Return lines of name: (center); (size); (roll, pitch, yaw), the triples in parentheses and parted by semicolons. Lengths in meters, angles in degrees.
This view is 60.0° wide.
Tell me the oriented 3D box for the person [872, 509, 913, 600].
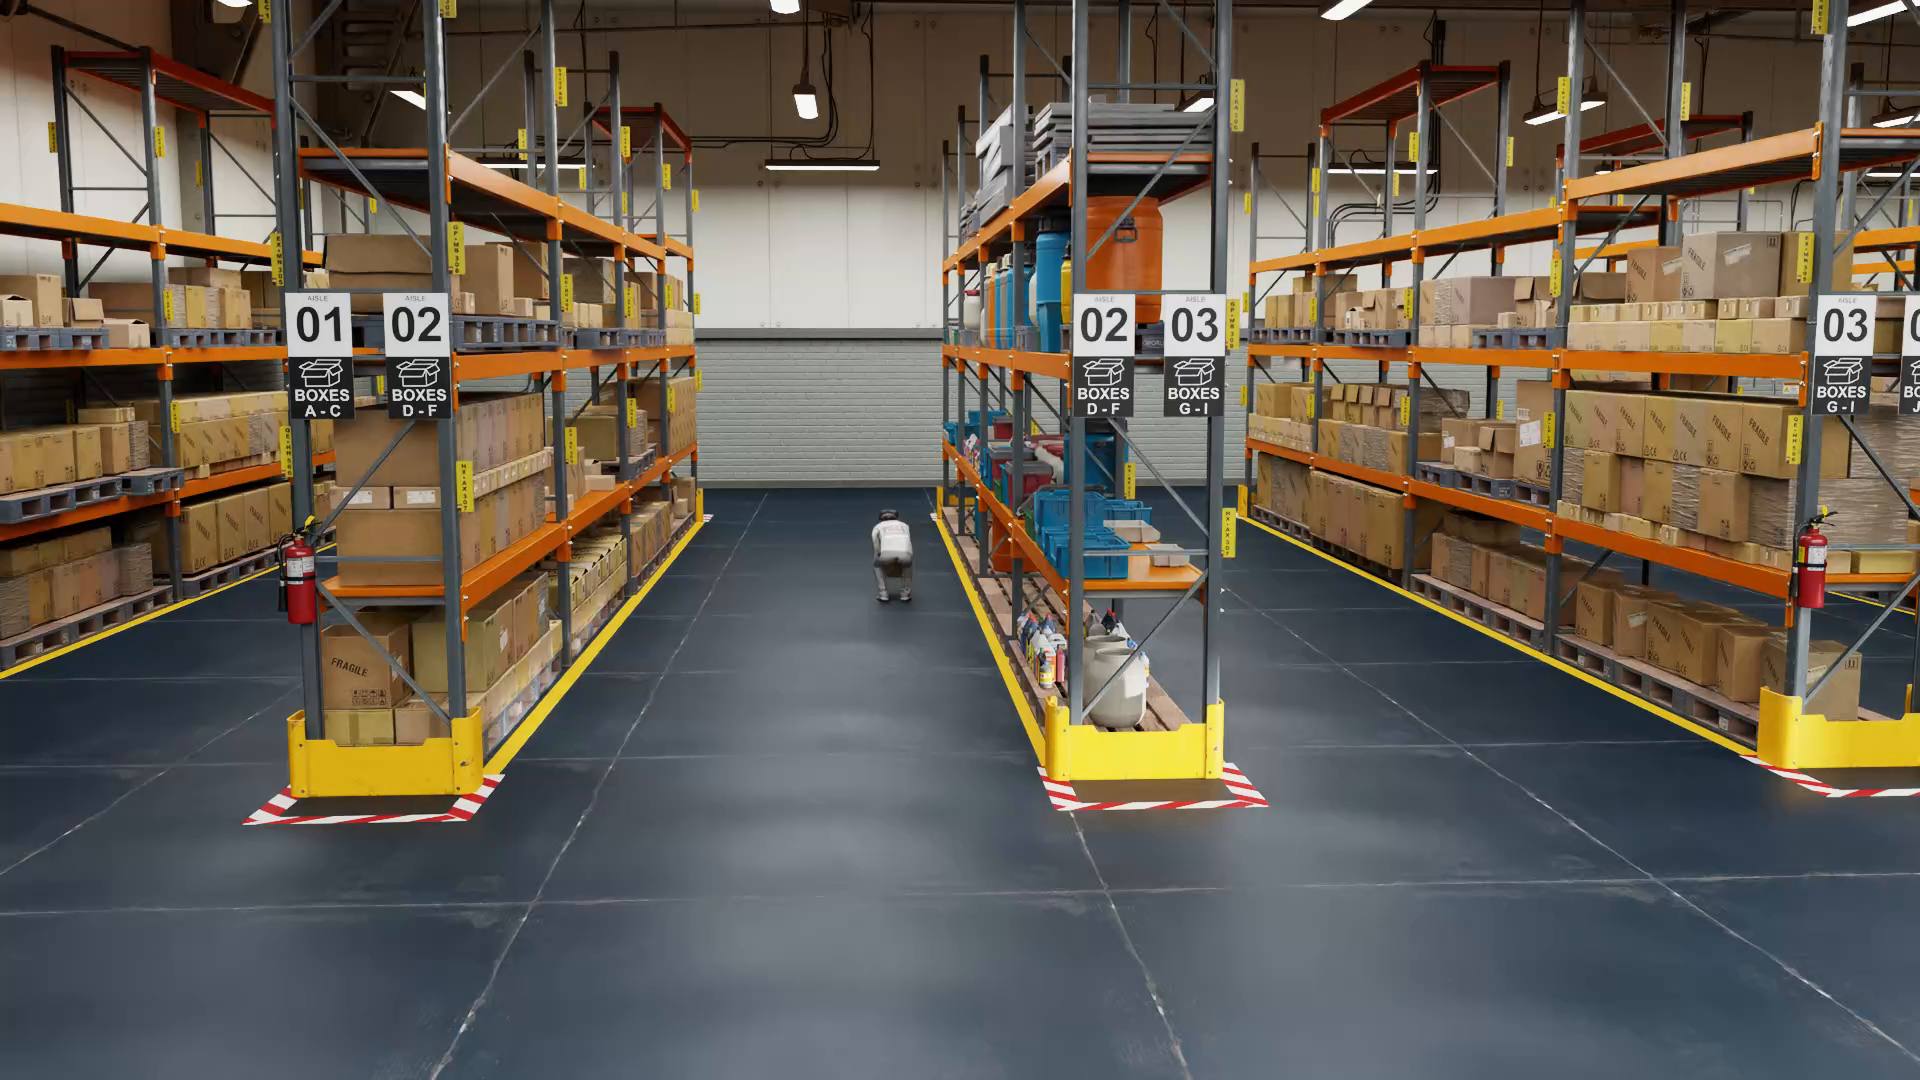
person: (-0.755, 0.169, 18.739); (0.465, 0.981, 0.897); (-1, 7, -6)
